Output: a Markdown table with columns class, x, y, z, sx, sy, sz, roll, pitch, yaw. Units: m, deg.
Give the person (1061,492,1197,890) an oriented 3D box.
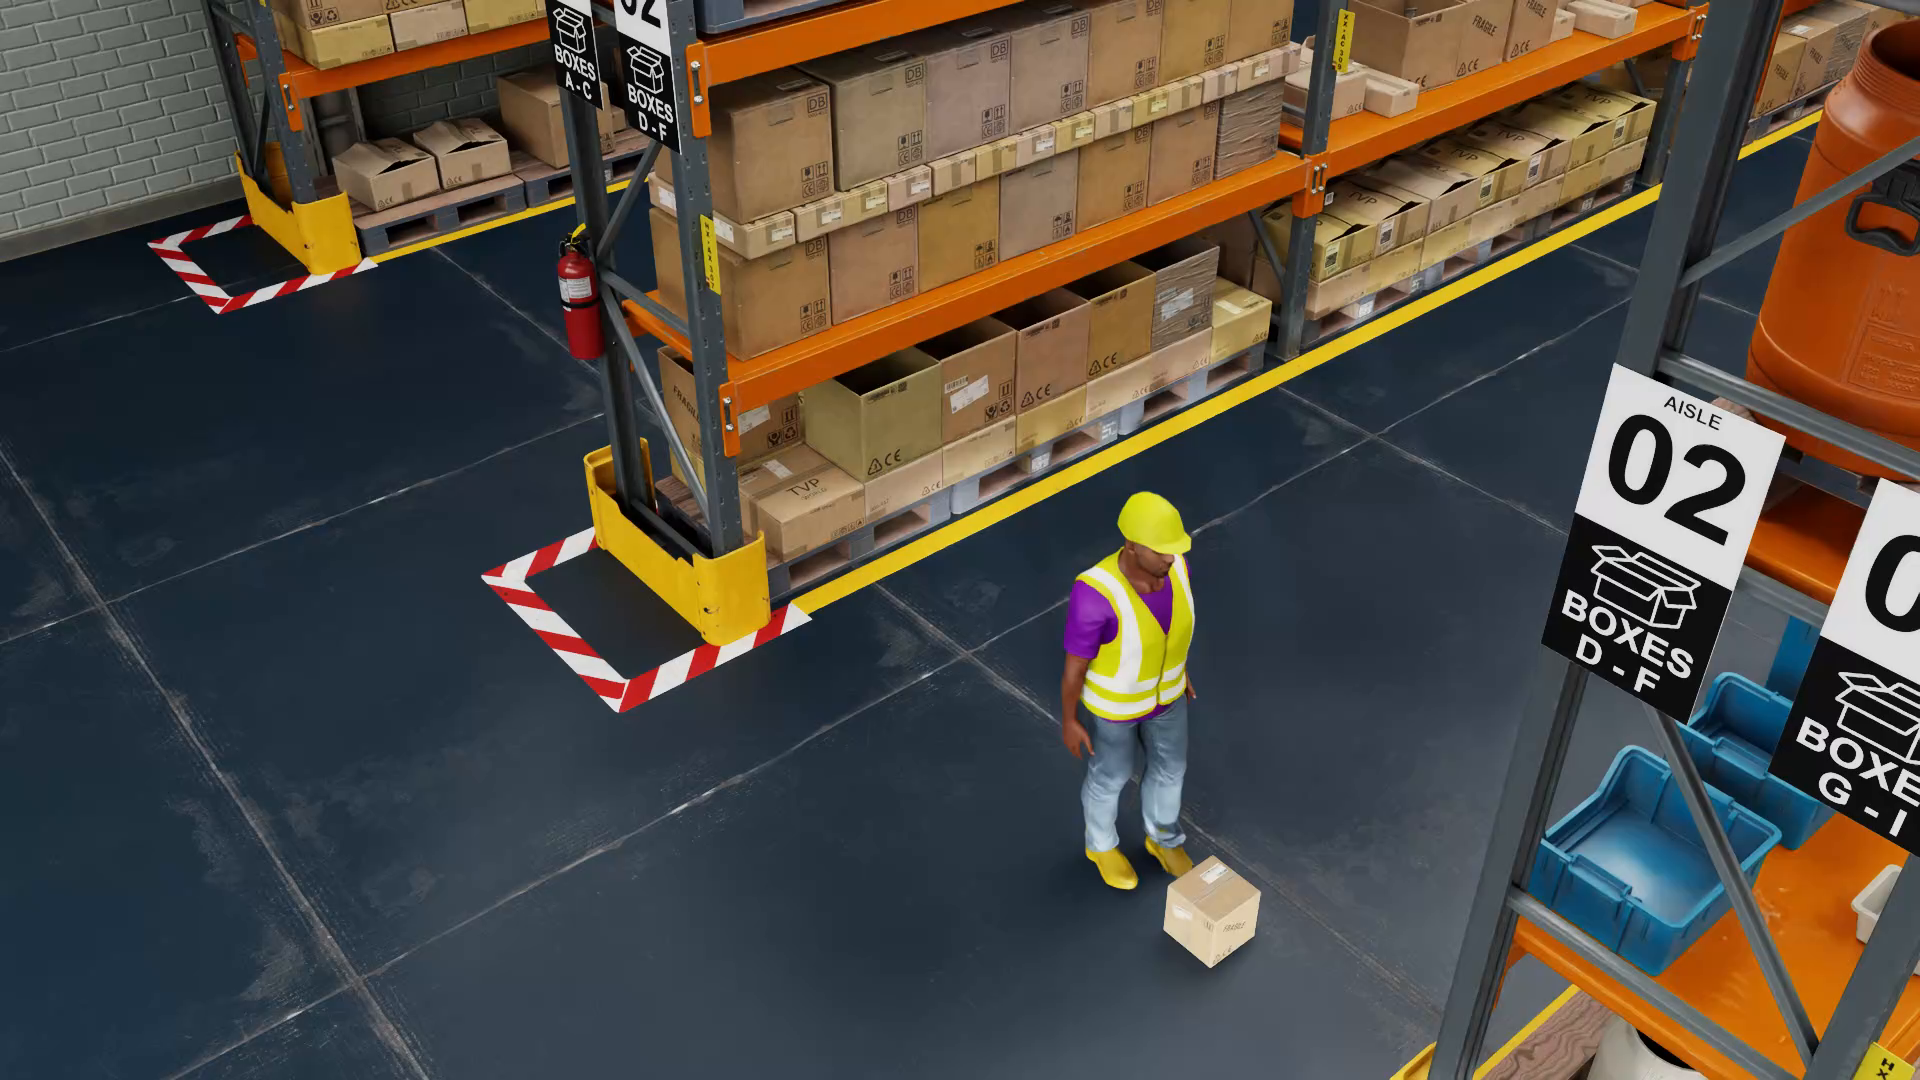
| class | x | y | z | sx | sy | sz | roll | pitch | yaw |
| --- | --- | --- | --- | --- | --- | --- | --- | --- | --- |
| person | 0.673 | 0.627 | 6.214 | 0.604 | 1.820 | 0.462 | -22 | 41 | -28 |
